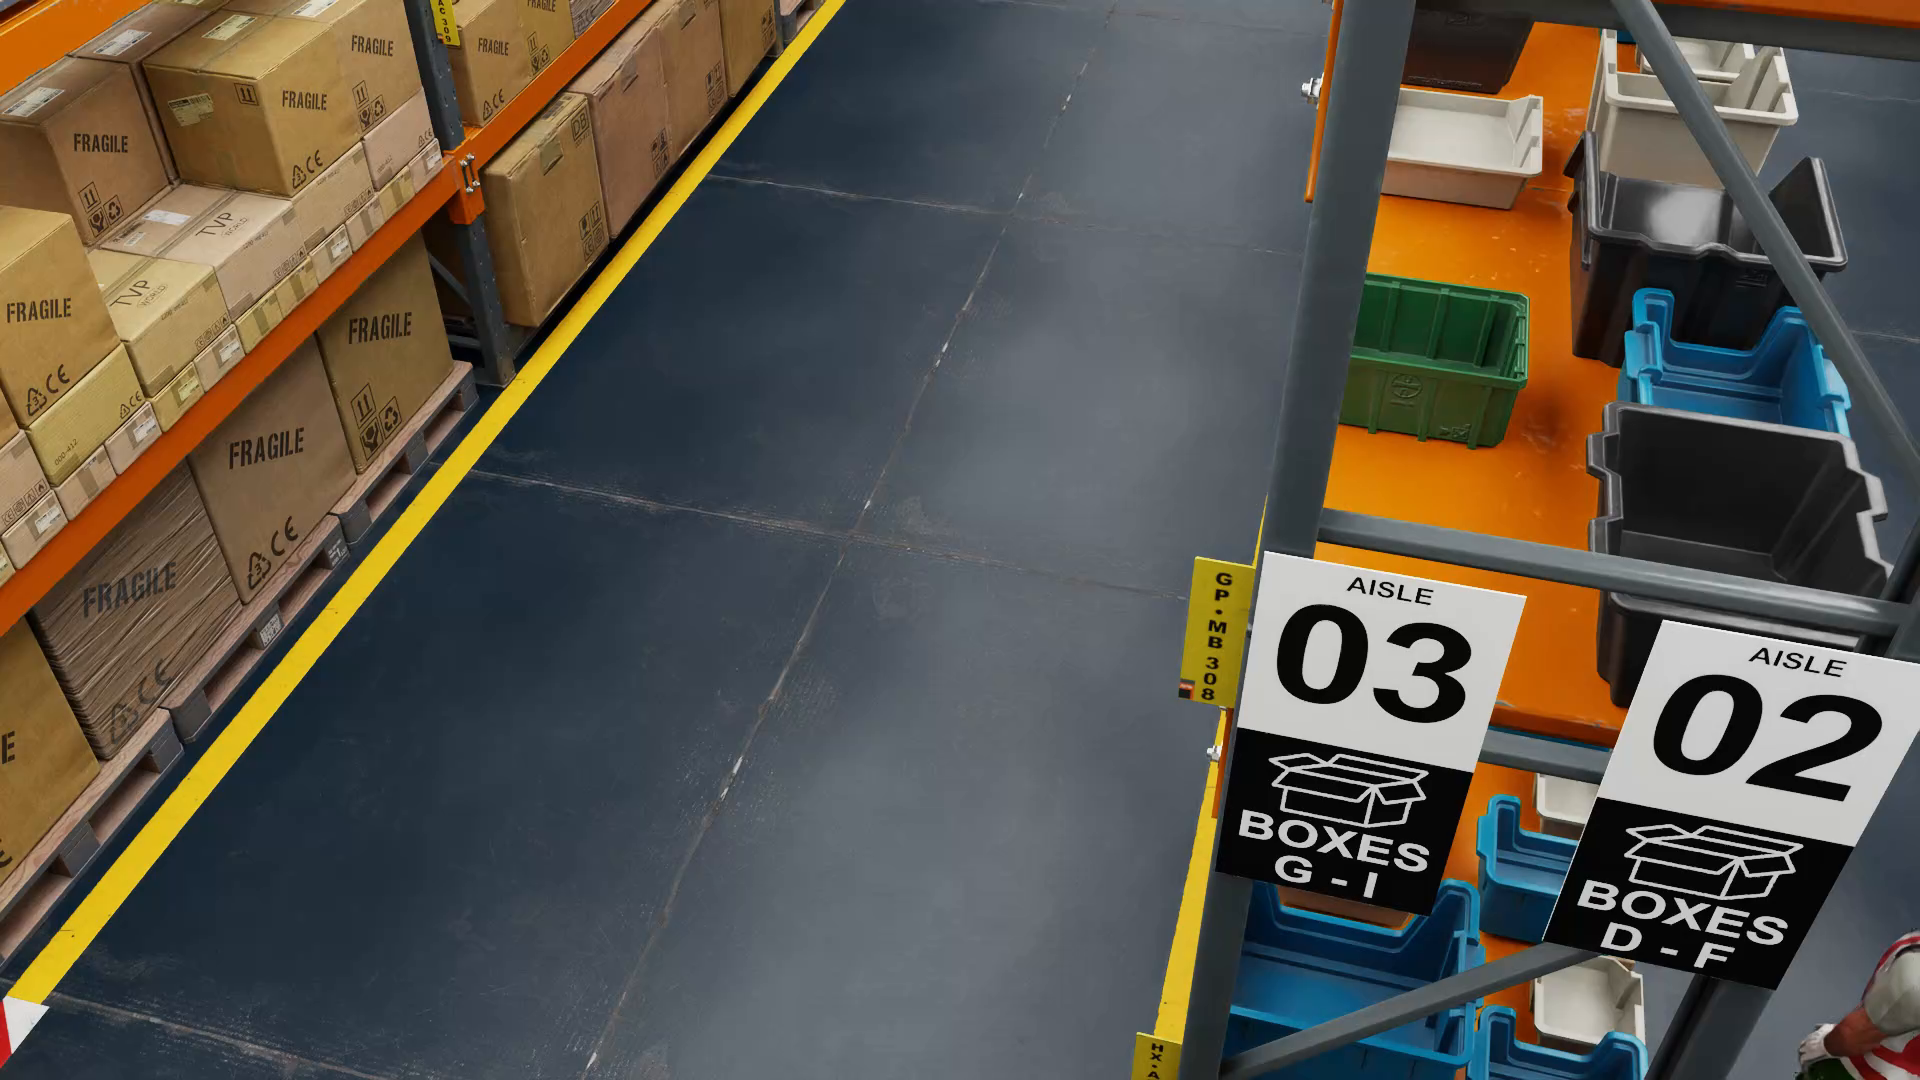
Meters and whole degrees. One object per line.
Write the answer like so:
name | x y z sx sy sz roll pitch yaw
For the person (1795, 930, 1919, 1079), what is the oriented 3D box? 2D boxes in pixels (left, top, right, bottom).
person | 2.591 1.431 4.462 0.591 1.768 0.715 -9 41 -10
